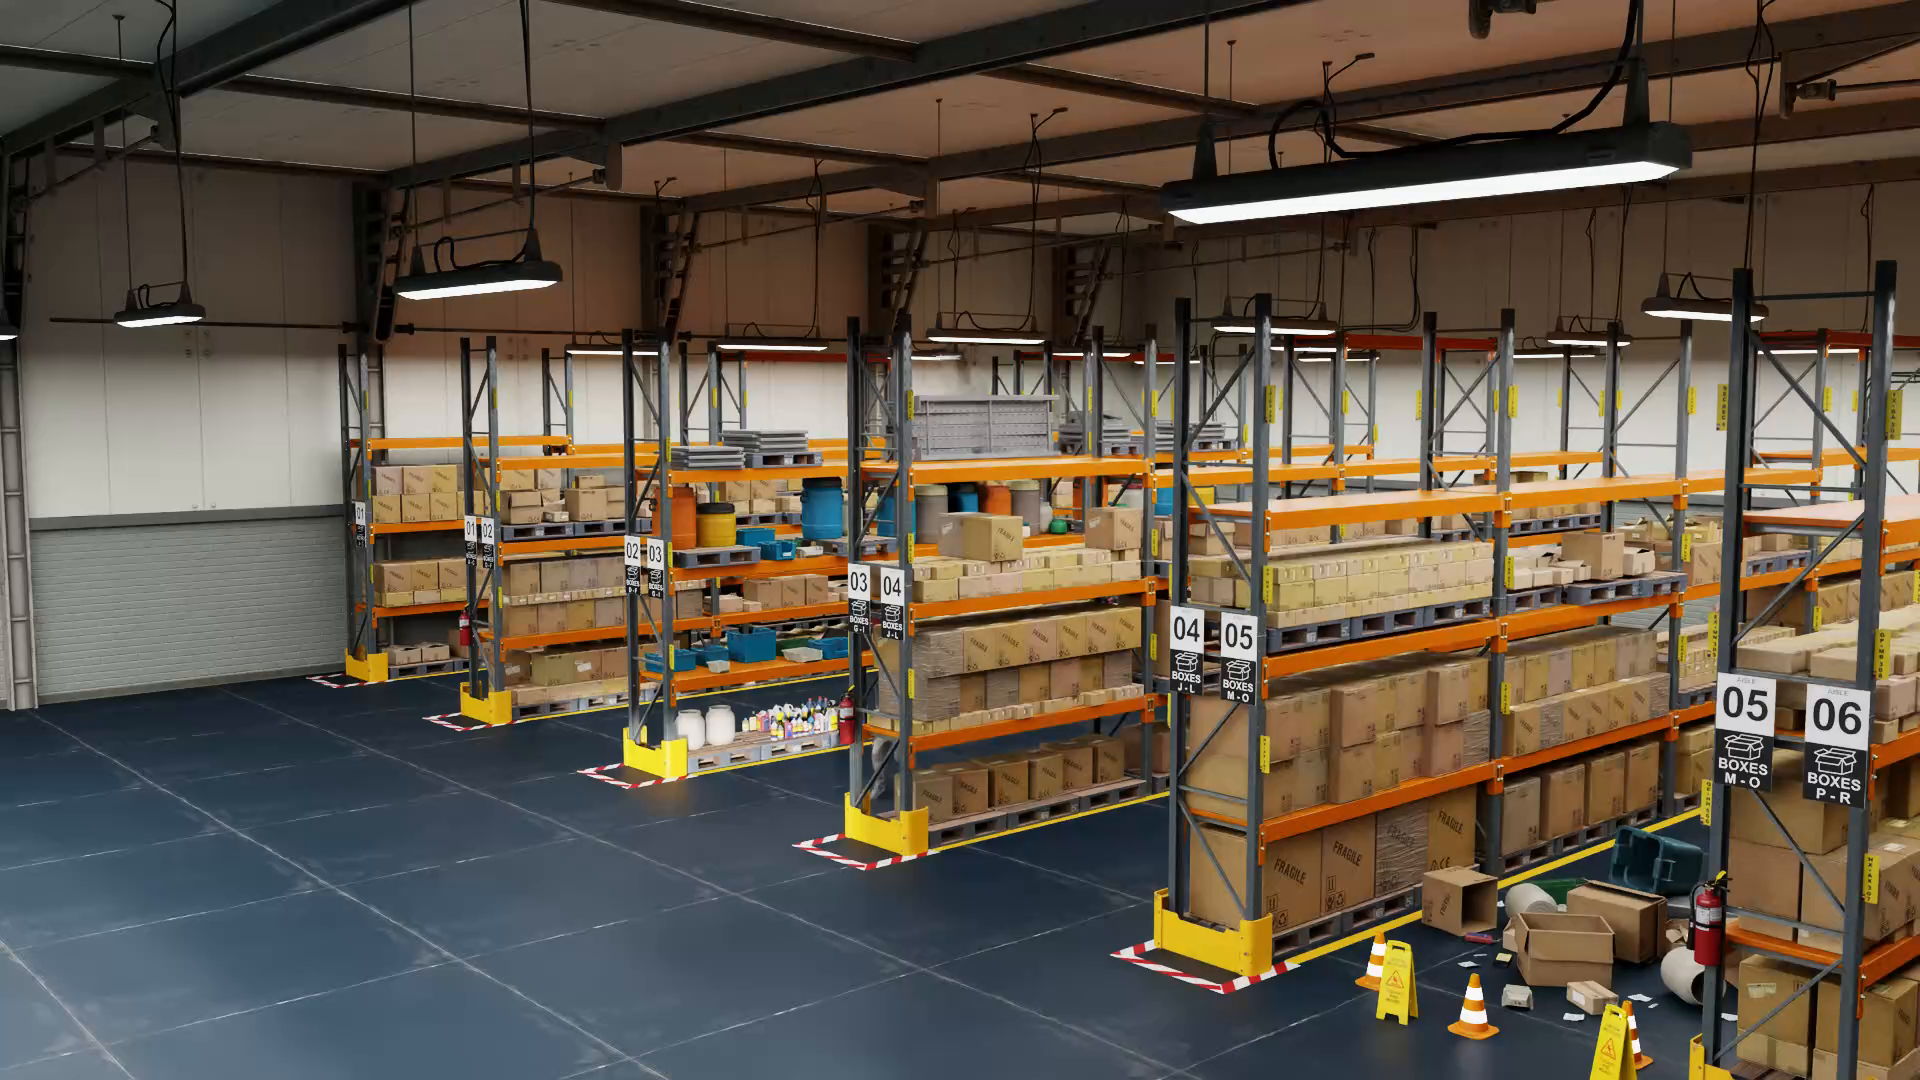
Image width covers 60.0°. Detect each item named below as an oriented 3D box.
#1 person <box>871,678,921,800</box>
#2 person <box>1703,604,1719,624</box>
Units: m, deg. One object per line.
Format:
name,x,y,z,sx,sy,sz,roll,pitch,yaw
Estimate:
person,-0.814,2.385,21.171,0.814,1.823,0.650,-4,7,-40
person,12.386,1.904,27.141,0.665,1.725,0.847,5,7,44
